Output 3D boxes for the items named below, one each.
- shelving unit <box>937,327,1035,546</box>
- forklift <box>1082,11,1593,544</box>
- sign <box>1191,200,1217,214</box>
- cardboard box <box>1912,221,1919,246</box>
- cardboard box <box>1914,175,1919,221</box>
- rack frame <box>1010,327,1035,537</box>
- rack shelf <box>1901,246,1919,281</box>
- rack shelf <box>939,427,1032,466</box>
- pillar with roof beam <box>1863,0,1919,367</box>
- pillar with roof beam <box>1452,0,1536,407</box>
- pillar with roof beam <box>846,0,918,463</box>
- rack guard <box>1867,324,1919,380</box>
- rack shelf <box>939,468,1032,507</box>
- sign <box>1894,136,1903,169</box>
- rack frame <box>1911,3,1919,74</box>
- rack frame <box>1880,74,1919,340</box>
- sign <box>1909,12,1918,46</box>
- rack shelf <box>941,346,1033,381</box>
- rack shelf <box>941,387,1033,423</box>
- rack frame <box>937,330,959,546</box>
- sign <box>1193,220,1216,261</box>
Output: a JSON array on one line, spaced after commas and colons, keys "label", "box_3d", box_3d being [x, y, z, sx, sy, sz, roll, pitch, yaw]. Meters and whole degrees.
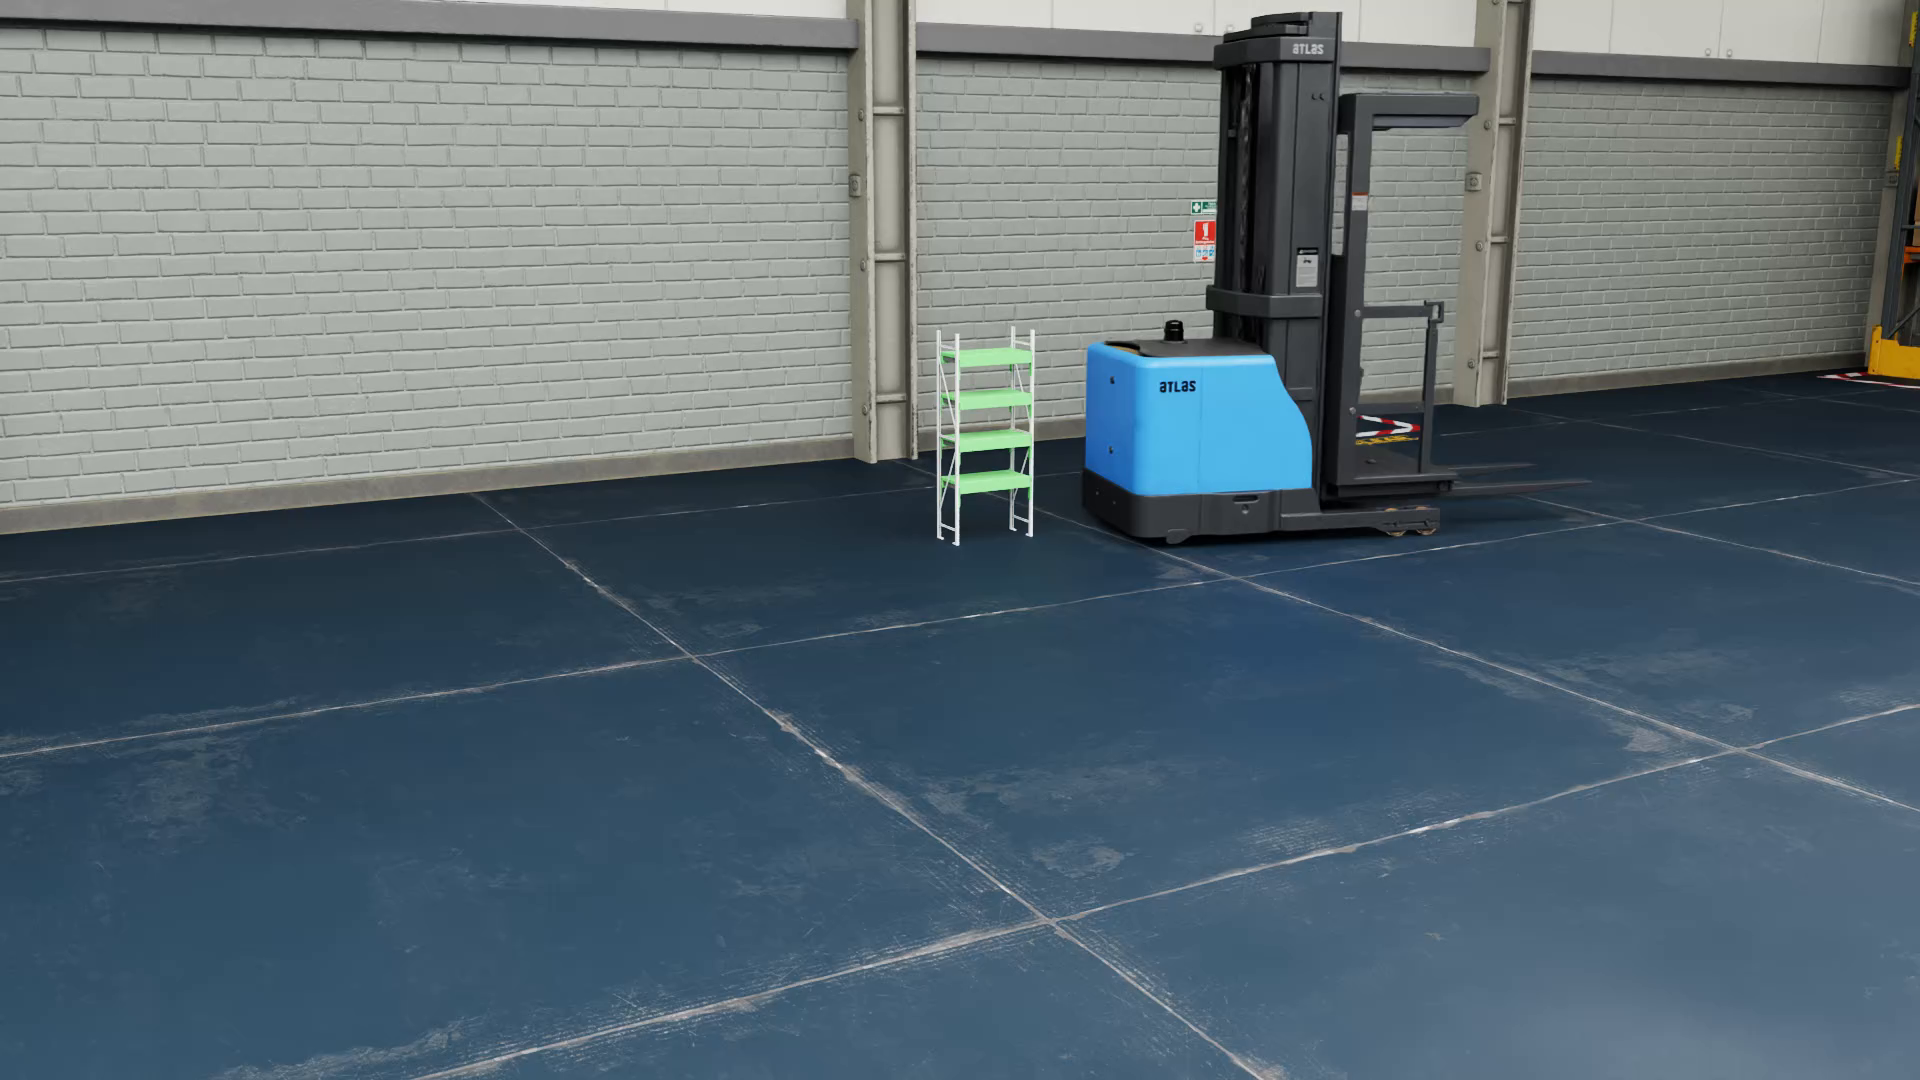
[{"label": "shelving unit", "box_3d": [0.145, -0.603, 9.555, 0.503, 1.200, 0.258, -7, 14, -28]}, {"label": "forklift", "box_3d": [2.325, -1.558, 9.857, 3.031, 2.935, 1.130, -3, 13, -14]}, {"label": "sign", "box_3d": [2.000, -2.687, 13.428, 0.331, 0.109, 0.001, -7, 14, -28]}, {"label": "cardboard box", "box_3d": [10.098, -3.117, 16.923, 0.500, 0.250, 0.500, -7, 14, -27]}, {"label": "cardboard box", "box_3d": [10.092, -3.487, 16.859, 0.500, 0.500, 0.500, -7, 14, -28]}, {"label": "rack frame", "box_3d": [0.359, -0.628, 9.669, 0.015, 1.200, 0.240, -7, 14, -28]}, {"label": "rack shelf", "box_3d": [11.536, -2.953, 17.538, 4.000, 0.370, 1.077, -7, 14, -28]}, {"label": "rack shelf", "box_3d": [0.145, -0.540, 9.569, 0.480, 0.148, 0.258, -7, 14, -28]}, {"label": "pillar with roof beam", "box_3d": [12.043, -5.431, 13.247, 0.400, 9.000, 9.100, -7, 14, -28]}, {"label": "pillar with roof beam", "box_3d": [6.777, -4.800, 10.443, 0.400, 9.000, 9.100, -7, 14, -28]}, {"label": "pillar with roof beam", "box_3d": [1.510, -4.169, 7.638, 0.400, 9.000, 9.100, -7, 14, -28]}, {"label": "rack guard", "box_3d": [9.847, -1.882, 16.835, 0.348, 0.500, 1.175, -7, 14, -28]}, {"label": "rack shelf", "box_3d": [0.145, -0.306, 9.622, 0.480, 0.148, 0.258, -7, 14, -28]}, {"label": "sign", "box_3d": [9.532, -3.922, 16.847, 0.005, 0.325, 0.100, -7, 14, -28]}, {"label": "rack frame", "box_3d": [9.780, -6.021, 15.866, 0.127, 3.000, 1.000, -7, 14, -28]}, {"label": "rack frame", "box_3d": [9.780, -3.094, 16.525, 0.127, 3.000, 1.000, -7, 14, -28]}, {"label": "sign", "box_3d": [9.532, -5.098, 16.583, 0.005, 0.325, 0.100, -7, 14, -28]}, {"label": "rack shelf", "box_3d": [0.145, -1.009, 9.463, 0.480, 0.148, 0.258, -7, 14, -28]}, {"label": "rack shelf", "box_3d": [0.145, -0.775, 9.516, 0.480, 0.148, 0.258, -7, 14, -28]}, {"label": "rack frame", "box_3d": [-0.069, -0.577, 9.441, 0.015, 1.200, 0.240, -7, 14, -28]}, {"label": "sign", "box_3d": [1.992, -2.429, 13.491, 0.234, 0.329, 0.001, -7, 14, -28]}]
